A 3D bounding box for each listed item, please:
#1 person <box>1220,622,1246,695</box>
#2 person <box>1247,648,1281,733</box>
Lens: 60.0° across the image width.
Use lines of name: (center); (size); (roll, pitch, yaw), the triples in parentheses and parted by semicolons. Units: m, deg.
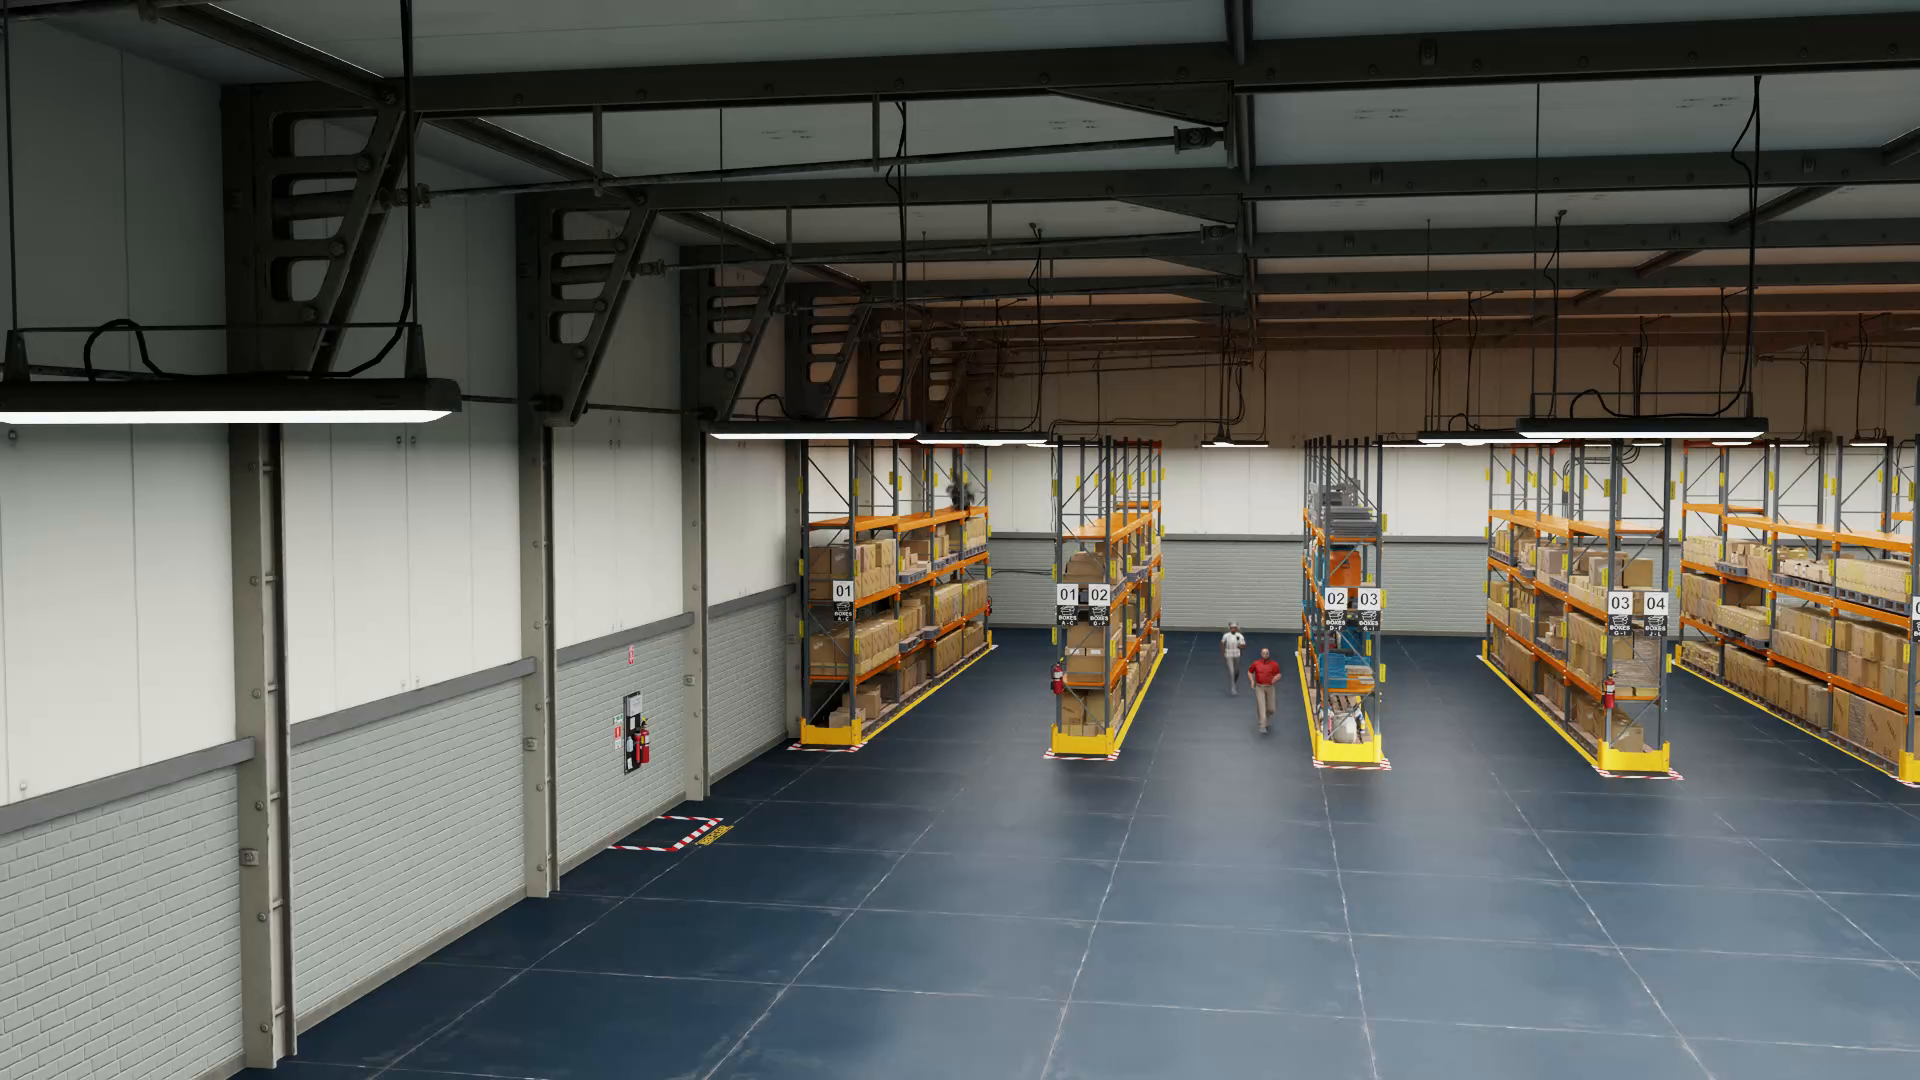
person: (6.425, 2.745, 39.099); (0.576, 1.678, 0.911); (0, 3, 2)
person: (6.195, 3.049, 33.828); (0.675, 1.681, 0.830); (0, 3, 5)
